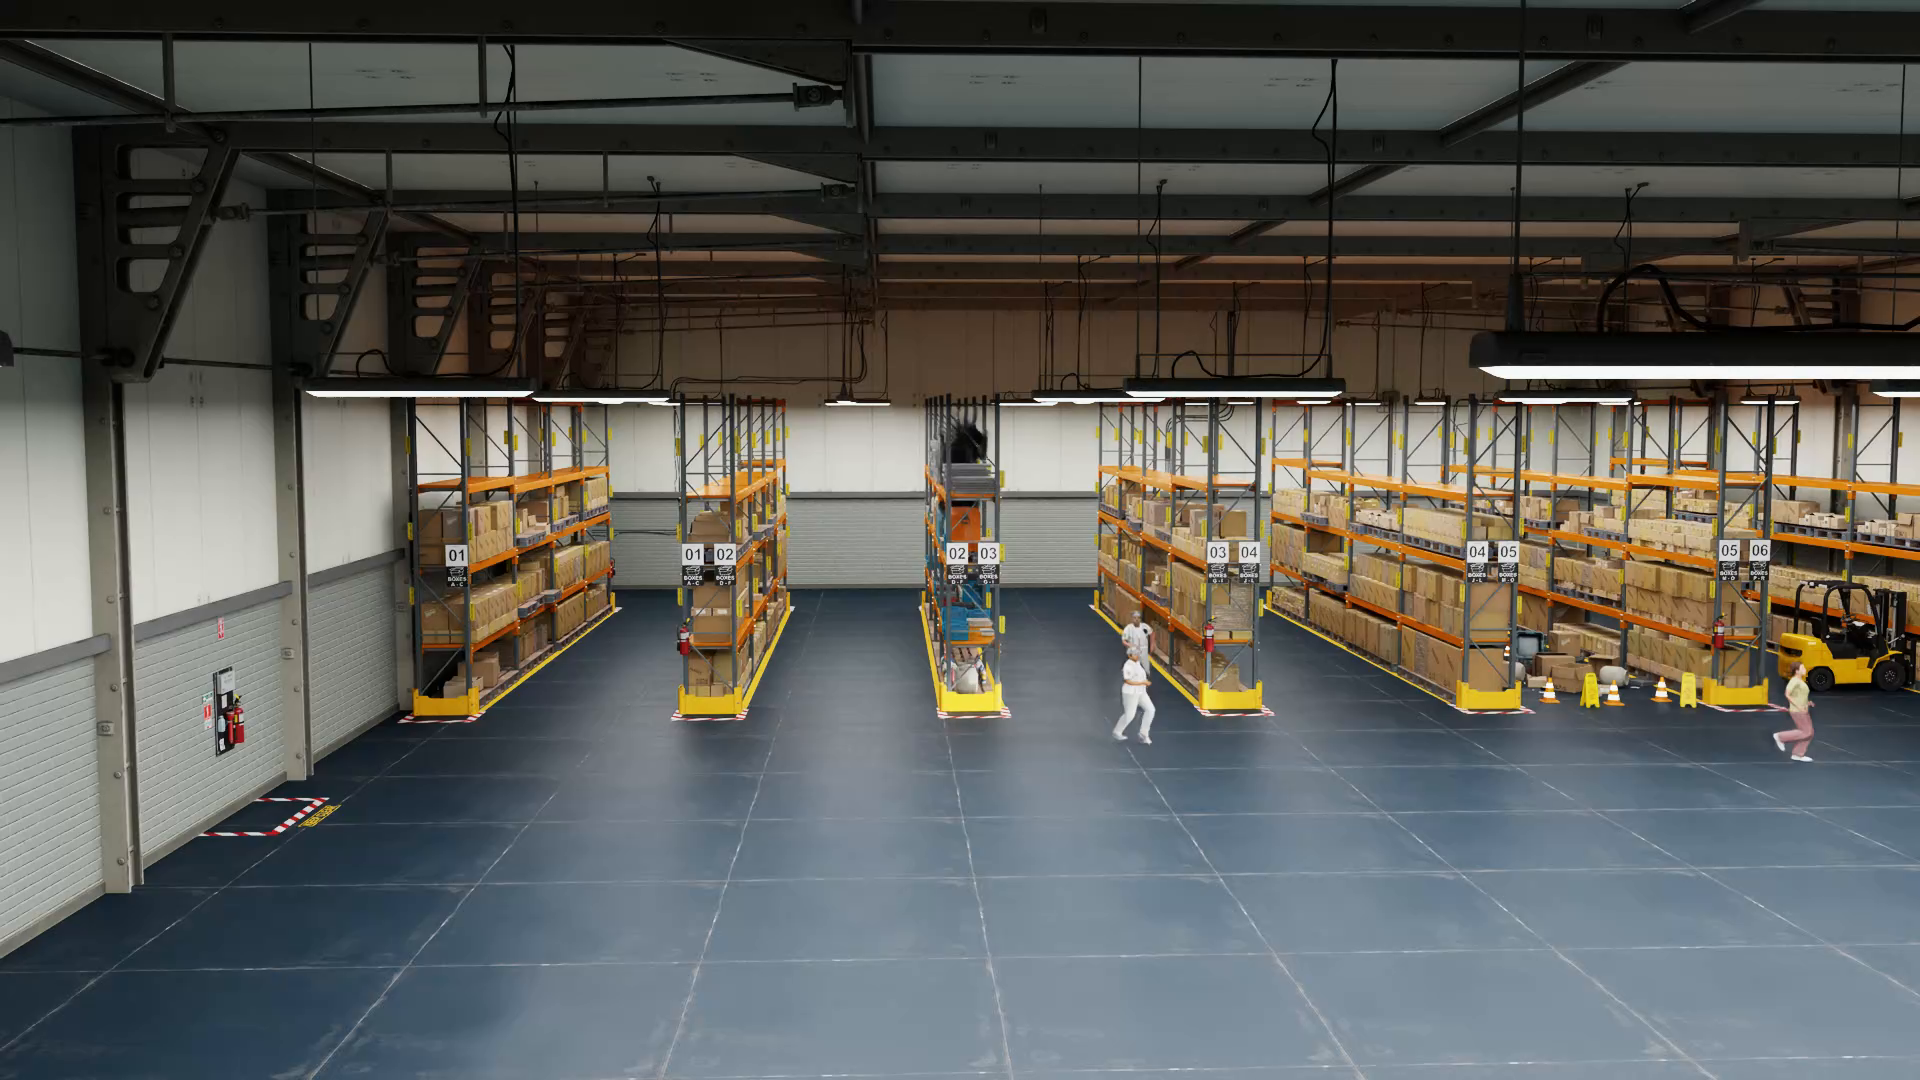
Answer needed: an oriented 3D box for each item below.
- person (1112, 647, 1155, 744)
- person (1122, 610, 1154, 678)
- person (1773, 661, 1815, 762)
[{"bbox_3d":[2.977,2.669,28.502,0.733,1.703,0.608,3,6,35],"label":"person"},{"bbox_3d":[3.533,2.248,32.890,0.687,1.738,0.769,0,5,-3],"label":"person"},{"bbox_3d":[13.593,2.777,27.074,0.575,1.625,0.581,3,6,37],"label":"person"}]
